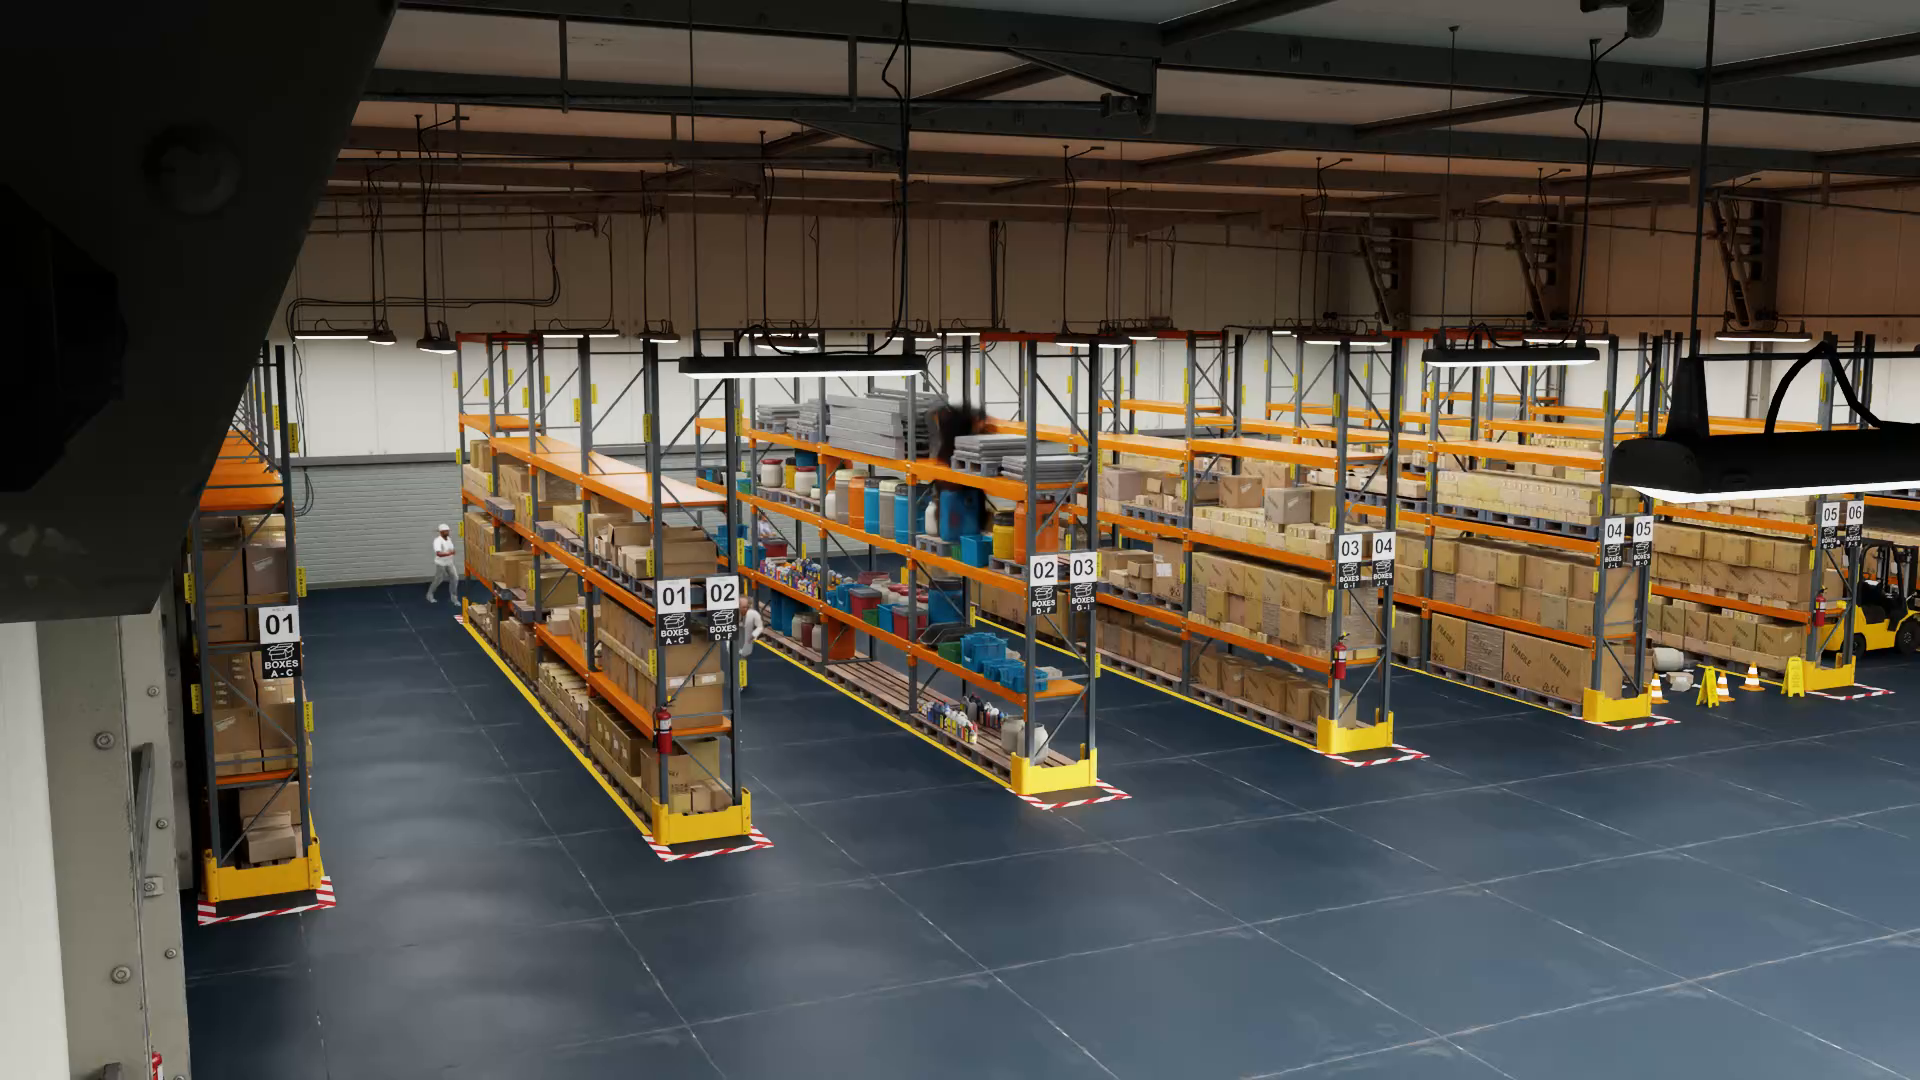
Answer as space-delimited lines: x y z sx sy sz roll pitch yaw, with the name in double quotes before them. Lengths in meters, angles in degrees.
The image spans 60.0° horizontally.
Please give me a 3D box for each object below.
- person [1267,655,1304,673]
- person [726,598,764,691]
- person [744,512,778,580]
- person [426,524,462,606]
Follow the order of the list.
"person" 5.881 1.530 29.933 0.603 1.625 1.009 -6 10 -36
"person" -3.712 1.705 28.277 0.725 1.593 1.140 -1 8 -10
"person" -4.751 0.170 39.627 0.852 1.695 0.599 0 8 0
"person" -11.291 0.554 36.351 0.867 1.823 0.681 2 8 17
